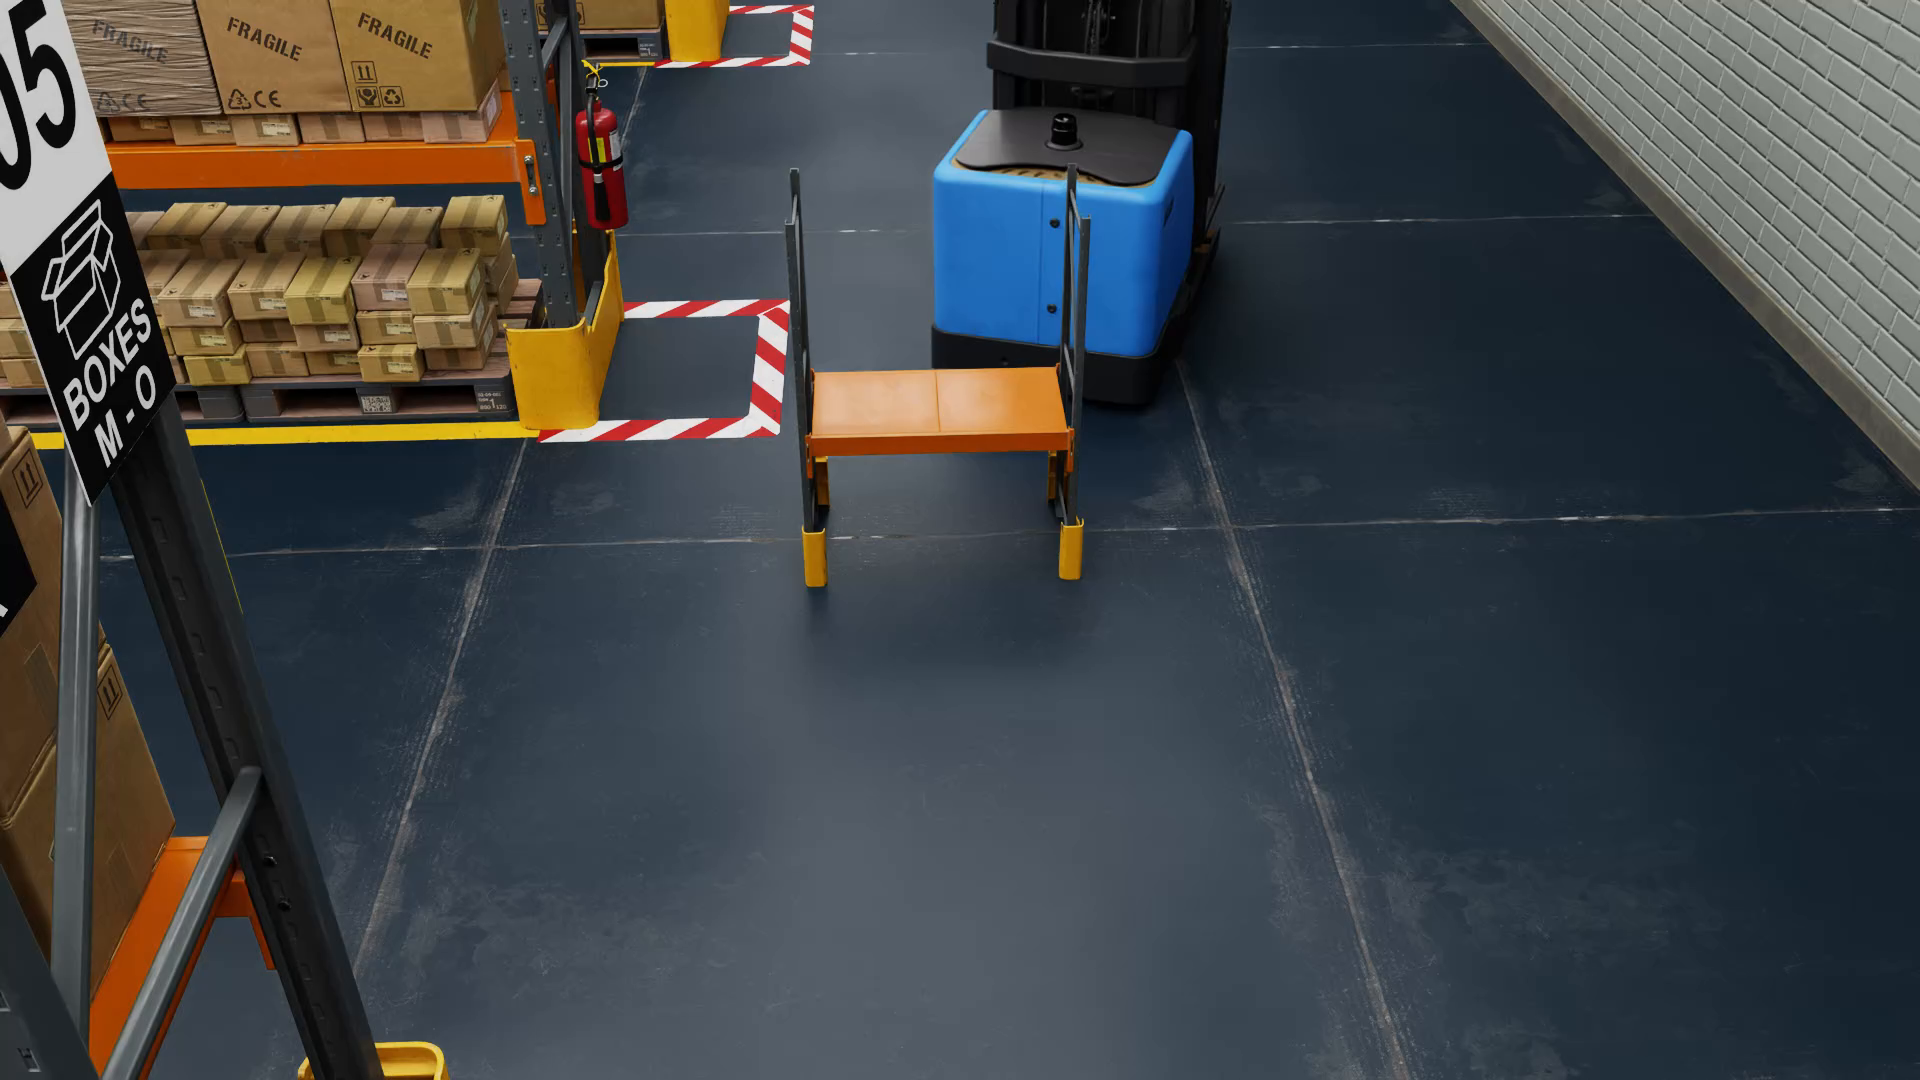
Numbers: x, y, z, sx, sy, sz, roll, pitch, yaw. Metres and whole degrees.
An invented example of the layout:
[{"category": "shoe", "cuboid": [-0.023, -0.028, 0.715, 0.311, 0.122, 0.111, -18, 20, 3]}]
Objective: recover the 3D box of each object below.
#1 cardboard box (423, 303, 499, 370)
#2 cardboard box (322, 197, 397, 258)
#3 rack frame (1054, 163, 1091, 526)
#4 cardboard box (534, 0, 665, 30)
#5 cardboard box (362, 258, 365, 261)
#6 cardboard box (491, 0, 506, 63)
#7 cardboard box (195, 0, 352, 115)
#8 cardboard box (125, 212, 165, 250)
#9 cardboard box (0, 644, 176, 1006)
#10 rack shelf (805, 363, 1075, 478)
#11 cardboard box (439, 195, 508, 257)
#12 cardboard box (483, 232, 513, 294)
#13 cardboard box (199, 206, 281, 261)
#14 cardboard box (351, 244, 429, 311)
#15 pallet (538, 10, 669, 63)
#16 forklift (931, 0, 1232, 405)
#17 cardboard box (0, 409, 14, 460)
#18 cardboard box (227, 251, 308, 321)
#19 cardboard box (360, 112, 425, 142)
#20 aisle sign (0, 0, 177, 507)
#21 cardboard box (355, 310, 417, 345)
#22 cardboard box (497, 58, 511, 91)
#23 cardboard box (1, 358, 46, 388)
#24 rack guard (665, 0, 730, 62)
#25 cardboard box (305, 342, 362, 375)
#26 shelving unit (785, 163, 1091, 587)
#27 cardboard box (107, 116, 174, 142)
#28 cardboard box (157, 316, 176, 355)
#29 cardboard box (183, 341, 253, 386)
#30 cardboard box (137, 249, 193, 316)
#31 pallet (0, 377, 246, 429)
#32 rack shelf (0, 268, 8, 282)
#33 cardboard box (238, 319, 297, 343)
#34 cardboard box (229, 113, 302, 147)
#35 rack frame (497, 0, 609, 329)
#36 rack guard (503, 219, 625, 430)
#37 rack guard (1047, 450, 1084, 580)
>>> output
[{"category": "cardboard box", "cuboid": [-2.277, -0.931, 7.595, 0.250, 0.149, 0.380, -1, 35, -1]}, {"category": "cardboard box", "cuboid": [-2.828, -1.477, 7.862, 0.250, 0.149, 0.380, -2, 35, -2]}, {"category": "rack frame", "cuboid": [0.423, -0.628, 6.340, 0.032, 1.500, 0.500, -2, 35, -2]}, {"category": "cardboard box", "cuboid": [-2.530, -4.121, 11.568, 0.875, 0.875, 0.875, -2, 35, -2]}, {"category": "cardboard box", "cuboid": [-2.813, -1.285, 7.846, 0.250, 0.149, 0.380, -1, 35, -2]}, {"category": "cardboard box", "cuboid": [-2.223, -2.371, 7.191, 0.500, 0.500, 0.500, 0, 35, 0]}, {"category": "cardboard box", "cuboid": [-2.713, -2.057, 6.737, 0.500, 0.500, 0.500, -2, 35, -3]}, {"category": "cardboard box", "cuboid": [-3.861, -1.379, 7.720, 0.250, 0.149, 0.380, -1, 35, -2]}, {"category": "cardboard box", "cuboid": [-1.919, 0.557, 3.222, 0.500, 0.500, 0.500, -2, 35, -3]}, {"category": "rack shelf", "cuboid": [-0.085, -0.467, 6.422, 1.000, 0.185, 0.538, -2, 35, -2]}, {"category": "cardboard box", "cuboid": [-2.301, -1.487, 7.876, 0.250, 0.149, 0.380, -3, 35, -4]}, {"category": "cardboard box", "cuboid": [-2.297, -1.318, 7.893, 0.250, 0.149, 0.380, 0, 35, 0]}, {"category": "cardboard box", "cuboid": [-3.349, -1.421, 7.781, 0.250, 0.149, 0.380, 0, 35, 0]}, {"category": "cardboard box", "cuboid": [-2.532, -1.176, 7.426, 0.250, 0.149, 0.380, -1, 35, -1]}, {"category": "pallet", "cuboid": [-2.690, -3.672, 11.871, 1.213, 0.211, 1.003, -2, 35, -2]}, {"category": "forklift", "cuboid": [0.766, -2.652, 8.007, 1.130, 2.935, 3.031, 9, 36, 13]}, {"category": "cardboard box", "cuboid": [-1.794, -0.119, 2.749, 0.250, 0.149, 0.380, -1, 35, -1]}, {"category": "cardboard box", "cuboid": [-3.046, -1.125, 7.354, 0.250, 0.149, 0.380, -3, 35, -4]}, {"category": "cardboard box", "cuboid": [-2.324, -1.805, 6.943, 0.250, 0.149, 0.380, -2, 35, -2]}, {"category": "aisle sign", "cuboid": [-1.368, -0.488, 2.534, 0.004, 0.787, 0.394, -2, 35, -2]}, {"category": "cardboard box", "cuboid": [-2.538, -1.033, 7.481, 0.250, 0.149, 0.380, -2, 35, -3]}, {"category": "cardboard box", "cuboid": [-2.100, -2.137, 7.423, 0.250, 0.149, 0.380, -2, 35, -3]}, {"category": "cardboard box", "cuboid": [-4.084, -0.841, 7.465, 0.250, 0.149, 0.380, -2, 35, -4]}, {"category": "rack guard", "cuboid": [-1.871, -3.858, 11.885, 0.348, 0.500, 1.175, -2, 35, -2]}, {"category": "cardboard box", "cuboid": [-2.797, -0.908, 7.562, 0.250, 0.149, 0.380, -2, 35, -2]}, {"category": "shelving unit", "cuboid": [-0.076, -0.615, 6.320, 1.083, 1.500, 0.587, -2, 35, -2]}, {"category": "cardboard box", "cuboid": [-3.364, -1.806, 6.944, 0.250, 0.149, 0.380, -3, 35, -4]}, {"category": "cardboard box", "cuboid": [-3.567, -0.977, 7.400, 0.250, 0.149, 0.380, 0, 35, 0]}, {"category": "cardboard box", "cuboid": [-3.295, -0.851, 7.481, 0.250, 0.149, 0.380, -3, 35, -4]}, {"category": "cardboard box", "cuboid": [-3.580, -1.143, 7.378, 0.250, 0.149, 0.380, -3, 35, -4]}, {"category": "pallet", "cuboid": [-3.866, -0.881, 7.838, 1.213, 0.211, 1.003, -2, 35, -2]}, {"category": "rack shelf", "cuboid": [-3.424, -0.136, 2.307, 4.000, 0.370, 1.077, -2, 35, -2]}, {"category": "cardboard box", "cuboid": [-3.067, -1.046, 7.500, 0.250, 0.149, 0.380, -2, 35, -3]}, {"category": "cardboard box", "cuboid": [-2.827, -1.769, 6.892, 0.250, 0.149, 0.380, -1, 35, -1]}, {"category": "rack frame", "cuboid": [-1.761, -2.063, 7.095, 0.127, 3.000, 1.000, -2, 35, -2]}, {"category": "rack guard", "cuboid": [-1.837, -1.033, 7.804, 0.348, 0.500, 1.175, -2, 35, -2]}, {"category": "rack guard", "cuboid": [0.421, -0.114, 6.695, 0.087, 0.250, 0.587, -2, 35, -2]}]
